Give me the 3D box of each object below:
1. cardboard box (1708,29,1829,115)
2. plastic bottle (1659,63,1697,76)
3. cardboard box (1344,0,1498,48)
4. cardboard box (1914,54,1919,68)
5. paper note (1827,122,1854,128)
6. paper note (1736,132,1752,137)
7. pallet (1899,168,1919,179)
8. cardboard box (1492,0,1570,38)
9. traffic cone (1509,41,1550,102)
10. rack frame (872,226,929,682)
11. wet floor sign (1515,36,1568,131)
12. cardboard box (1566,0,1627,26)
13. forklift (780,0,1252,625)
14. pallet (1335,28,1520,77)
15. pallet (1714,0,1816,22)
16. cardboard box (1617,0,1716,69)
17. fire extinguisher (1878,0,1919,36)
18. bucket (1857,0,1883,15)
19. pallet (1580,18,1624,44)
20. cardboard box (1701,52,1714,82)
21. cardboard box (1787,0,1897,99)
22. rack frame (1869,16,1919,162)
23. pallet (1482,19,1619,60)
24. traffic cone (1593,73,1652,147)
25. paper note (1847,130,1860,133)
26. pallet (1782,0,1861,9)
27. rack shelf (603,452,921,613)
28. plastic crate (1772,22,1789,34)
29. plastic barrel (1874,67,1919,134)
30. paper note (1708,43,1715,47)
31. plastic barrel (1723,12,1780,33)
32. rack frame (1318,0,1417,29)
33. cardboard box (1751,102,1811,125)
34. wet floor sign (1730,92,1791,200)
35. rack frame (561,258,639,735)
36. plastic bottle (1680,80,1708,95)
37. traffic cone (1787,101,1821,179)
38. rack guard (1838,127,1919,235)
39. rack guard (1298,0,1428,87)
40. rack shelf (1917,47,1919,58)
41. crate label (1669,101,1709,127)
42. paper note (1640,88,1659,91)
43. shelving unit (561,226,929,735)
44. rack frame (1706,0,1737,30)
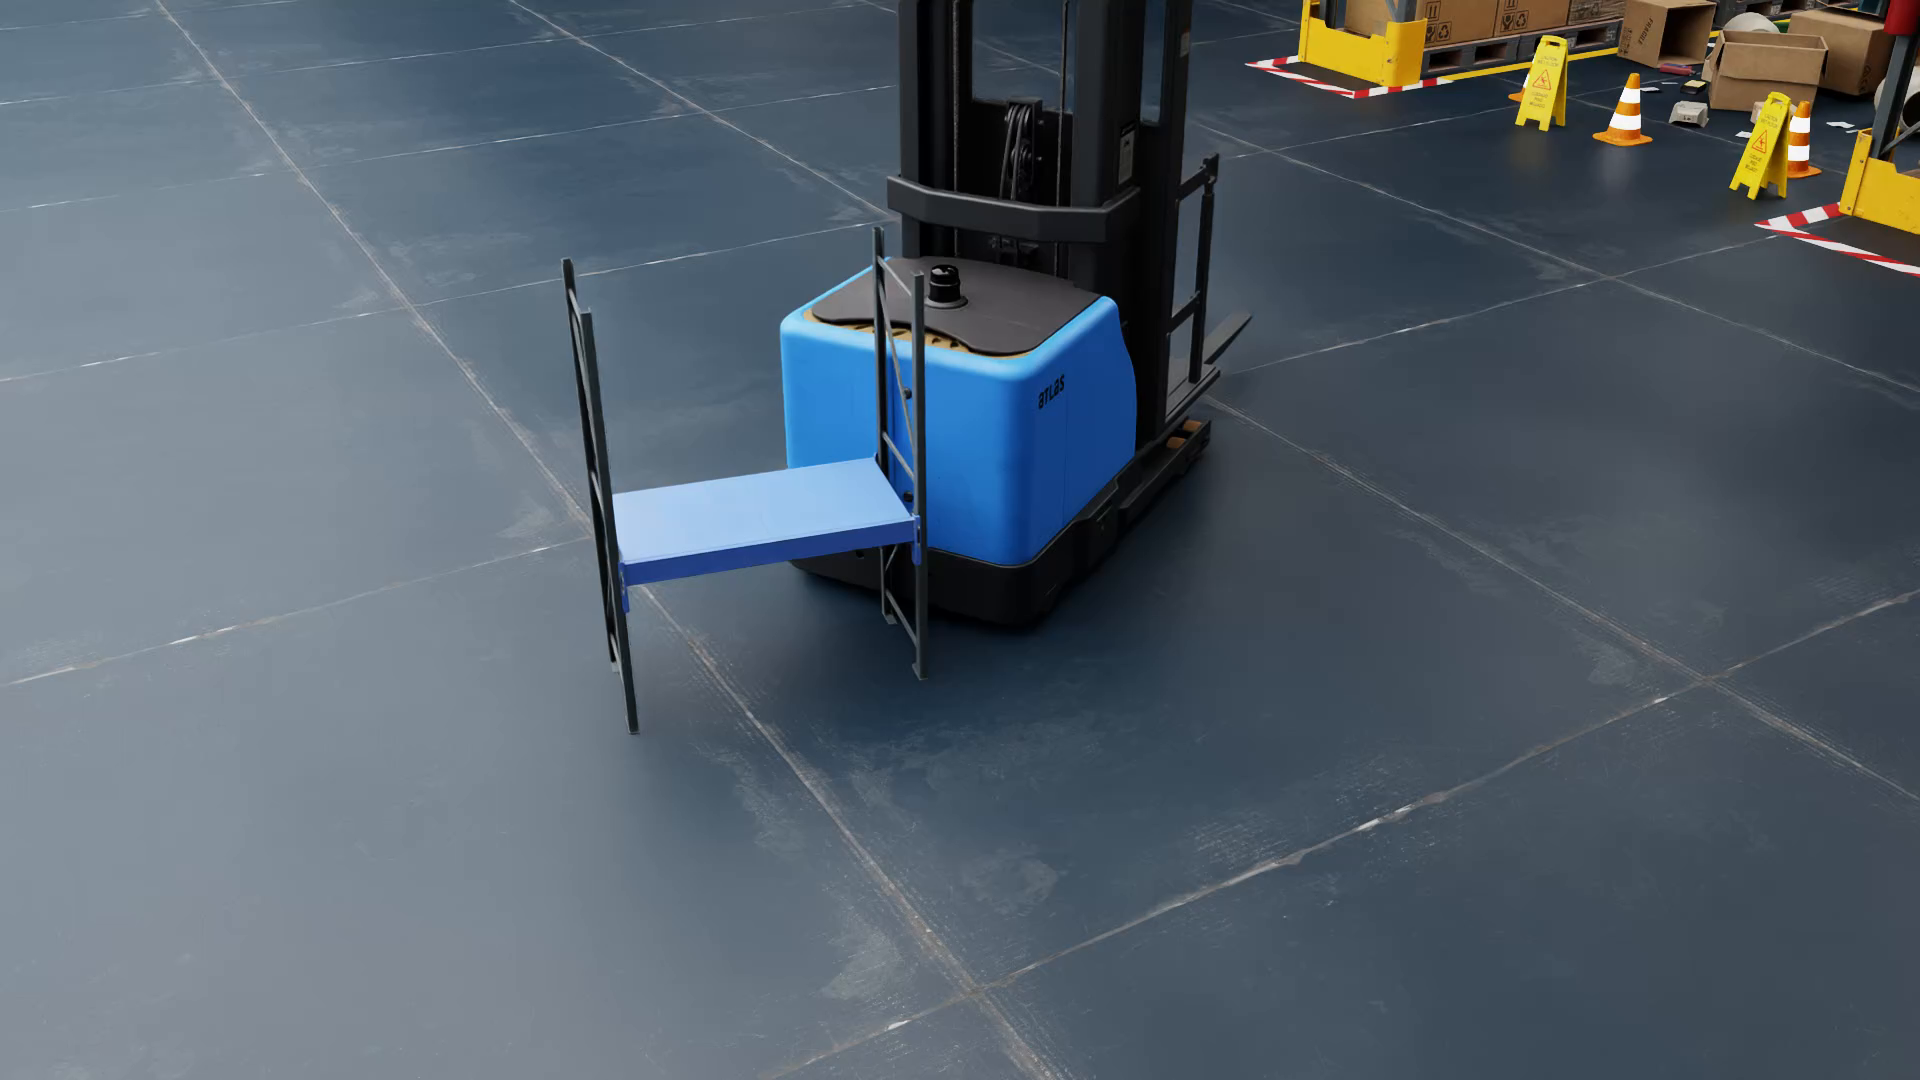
[{"bbox_3d":[6.145,-3.573,12.703,0.797,0.503,0.637,10,30,17],"label":"cardboard box"},{"bbox_3d":[5.936,-3.878,13.713,0.283,0.061,0.133,22,36,34],"label":"plastic bottle"},{"bbox_3d":[3.870,-4.666,13.864,0.875,0.875,0.875,-16,33,-26],"label":"cardboard box"},{"bbox_3d":[7.572,-3.658,13.104,0.258,0.266,0.396,10,30,17],"label":"cardboard box"},{"bbox_3d":[6.528,-3.082,12.316,0.142,0.019,0.148,-5,29,-9],"label":"paper note"},{"bbox_3d":[5.720,-2.942,12.049,0.148,0.019,0.142,22,36,34],"label":"paper note"},{"bbox_3d":[6.697,-2.163,10.451,1.213,0.211,1.003,-16,33,-26],"label":"pallet"},{"bbox_3d":[4.627,-4.882,14.256,0.875,0.875,0.875,-16,33,-27],"label":"cardboard box"},{"bbox_3d":[4.496,-3.646,12.878,0.334,0.463,0.336,-16,33,-26],"label":"traffic cone"},{"bbox_3d":[-0.203,-0.274,5.694,0.032,1.500,0.500,-9,30,-16],"label":"rack frame"},{"bbox_3d":[4.297,-3.356,12.163,0.232,0.644,0.267,-22,36,-35],"label":"wet floor sign"},{"bbox_3d":[5.414,-5.104,14.659,0.875,0.875,0.875,-16,33,-26],"label":"cardboard box"},{"bbox_3d":[0.465,-1.659,6.723,1.130,2.935,3.031,14,32,24],"label":"forklift"},{"bbox_3d":[3.968,-4.226,14.189,1.213,0.211,1.003,-16,33,-26],"label":"pallet"},{"bbox_3d":[7.394,-5.197,15.949,1.213,0.211,1.003,-16,33,-26],"label":"pallet"},{"bbox_3d":[5.949,-4.297,14.016,0.500,0.500,0.500,-10,30,-18],"label":"cardboard box"},{"bbox_3d":[5.581,-3.311,9.726,0.183,0.674,0.296,-16,33,-26],"label":"fire extinguisher"},{"bbox_3d":[7.818,-4.436,13.499,0.620,0.611,0.726,4,28,-14],"label":"bucket"},{"bbox_3d":[6.072,-4.823,15.272,1.213,0.211,1.003,-16,33,-26],"label":"pallet"},{"bbox_3d":[6.218,-3.813,13.384,0.258,0.266,0.396,-10,30,-18],"label":"cardboard box"},{"bbox_3d":[6.947,-3.865,13.092,0.503,0.637,0.797,-16,33,-26],"label":"cardboard box"},{"bbox_3d":[5.913,-3.181,9.410,0.127,3.000,1.000,-16,33,-26],"label":"rack frame"},{"bbox_3d":[5.019,-4.523,14.727,1.213,0.211,1.003,-16,33,-26],"label":"pallet"},{"bbox_3d":[4.775,-3.092,11.875,0.334,0.463,0.336,-16,33,-26],"label":"traffic cone"},{"bbox_3d":[6.528,-2.988,12.155,0.123,0.001,0.032,-16,33,-26],"label":"paper note"},{"bbox_3d":[8.447,-5.498,16.494,1.213,0.211,1.003,-16,33,-26],"label":"pallet"},{"bbox_3d":[-0.685,-0.039,5.641,1.000,0.185,0.538,-9,30,-16],"label":"rack shelf"},{"bbox_3d":[7.281,-4.404,14.476,0.662,0.188,0.450,0,19,0],"label":"plastic crate"},{"bbox_3d":[6.927,-3.190,12.092,0.421,0.421,0.512,5,29,8],"label":"plastic barrel"},{"bbox_3d":[6.646,-4.356,14.612,0.147,0.020,0.142,10,30,17],"label":"paper note"},{"bbox_3d":[6.566,-4.153,13.837,0.421,0.421,0.512,5,29,8],"label":"plastic barrel"},{"bbox_3d":[3.318,-5.219,13.102,0.127,3.000,1.000,-16,33,-26],"label":"rack frame"},{"bbox_3d":[6.019,-3.095,12.205,0.250,0.149,0.380,0,29,0],"label":"cardboard box"},{"bbox_3d":[5.207,-2.550,10.702,0.232,0.644,0.267,-5,29,-9],"label":"wet floor sign"},{"bbox_3d":[-1.168,-0.120,5.415,0.032,1.500,0.500,-9,30,-16],"label":"rack frame"},{"bbox_3d":[5.843,-3.606,13.220,0.133,0.061,0.283,22,36,34],"label":"plastic bottle"},{"bbox_3d":[5.631,-2.713,11.188,0.334,0.463,0.336,-16,33,-26],"label":"traffic cone"},{"bbox_3d":[5.979,-2.106,10.048,0.348,0.500,1.175,-16,33,-26],"label":"rack guard"},{"bbox_3d":[3.298,-4.118,13.695,0.348,0.500,1.175,-16,33,-26],"label":"rack guard"},{"bbox_3d":[7.638,-3.356,10.471,4.000,0.370,1.077,-16,33,-26],"label":"rack shelf"},{"bbox_3d":[5.421,-3.168,12.349,0.250,0.136,0.298,15,32,26],"label":"crate label"},{"bbox_3d":[5.495,-3.584,13.215,0.142,0.017,0.144,-5,29,-9],"label":"paper note"},{"bbox_3d":[-0.685,-0.197,5.555,1.048,1.500,0.538,-9,30,-16],"label":"shelving unit"},{"bbox_3d":[6.767,-6.198,14.876,0.127,3.000,1.000,-16,33,-26],"label":"rack frame"}]
